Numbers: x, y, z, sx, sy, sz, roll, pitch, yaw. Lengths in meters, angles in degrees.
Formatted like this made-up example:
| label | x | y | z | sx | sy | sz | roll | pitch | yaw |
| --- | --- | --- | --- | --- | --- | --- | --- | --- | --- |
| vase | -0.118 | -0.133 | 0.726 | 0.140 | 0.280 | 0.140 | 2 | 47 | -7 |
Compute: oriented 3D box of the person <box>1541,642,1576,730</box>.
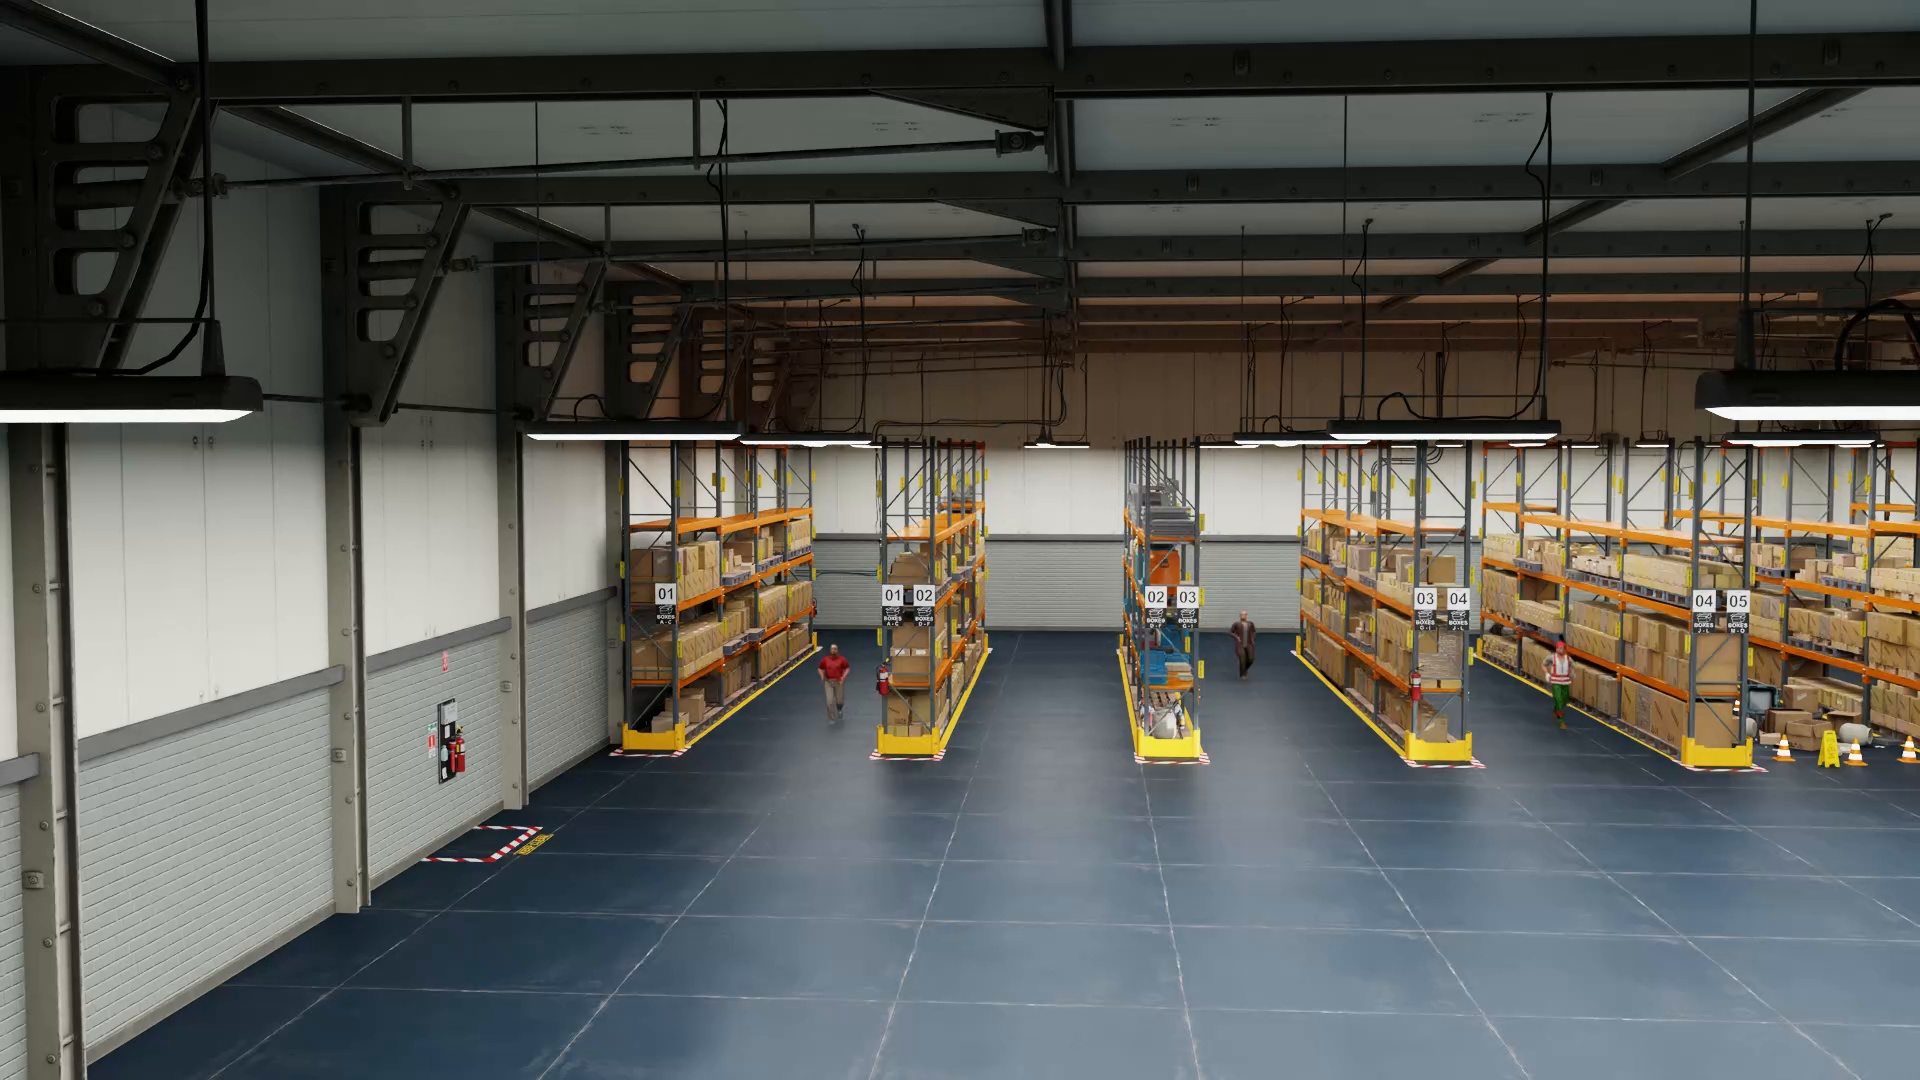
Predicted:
| label | x | y | z | sx | sy | sz | roll | pitch | yaw |
| --- | --- | --- | --- | --- | --- | --- | --- | --- | --- |
| person | 12.437 | 2.993 | 34.512 | 0.656 | 1.787 | 0.930 | 0 | 3 | 1 |

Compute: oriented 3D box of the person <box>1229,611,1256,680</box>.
| label | x | y | z | sx | sy | sz | roll | pitch | yaw |
| --- | --- | --- | --- | --- | --- | --- | --- | --- | --- |
| person | 7.090 | 2.675 | 41.518 | 0.705 | 1.644 | 0.660 | 0 | 3 | -7 |

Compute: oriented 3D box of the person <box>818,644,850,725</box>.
| label | x | y | z | sx | sy | sz | roll | pitch | yaw |
| --- | --- | --- | --- | --- | --- | --- | --- | --- | --- |
| person | -2.648 | 3.021 | 34.843 | 0.661 | 1.665 | 0.607 | 0 | 3 | 0 |

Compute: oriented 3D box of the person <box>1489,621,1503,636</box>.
| label | x | y | z | sx | sy | sz | roll | pitch | yaw |
| --- | --- | --- | --- | --- | --- | --- | --- | --- | --- |
| person | 15.421 | 2.349 | 47.687 | 0.595 | 1.676 | 0.783 | 2 | 4 | 35 |
